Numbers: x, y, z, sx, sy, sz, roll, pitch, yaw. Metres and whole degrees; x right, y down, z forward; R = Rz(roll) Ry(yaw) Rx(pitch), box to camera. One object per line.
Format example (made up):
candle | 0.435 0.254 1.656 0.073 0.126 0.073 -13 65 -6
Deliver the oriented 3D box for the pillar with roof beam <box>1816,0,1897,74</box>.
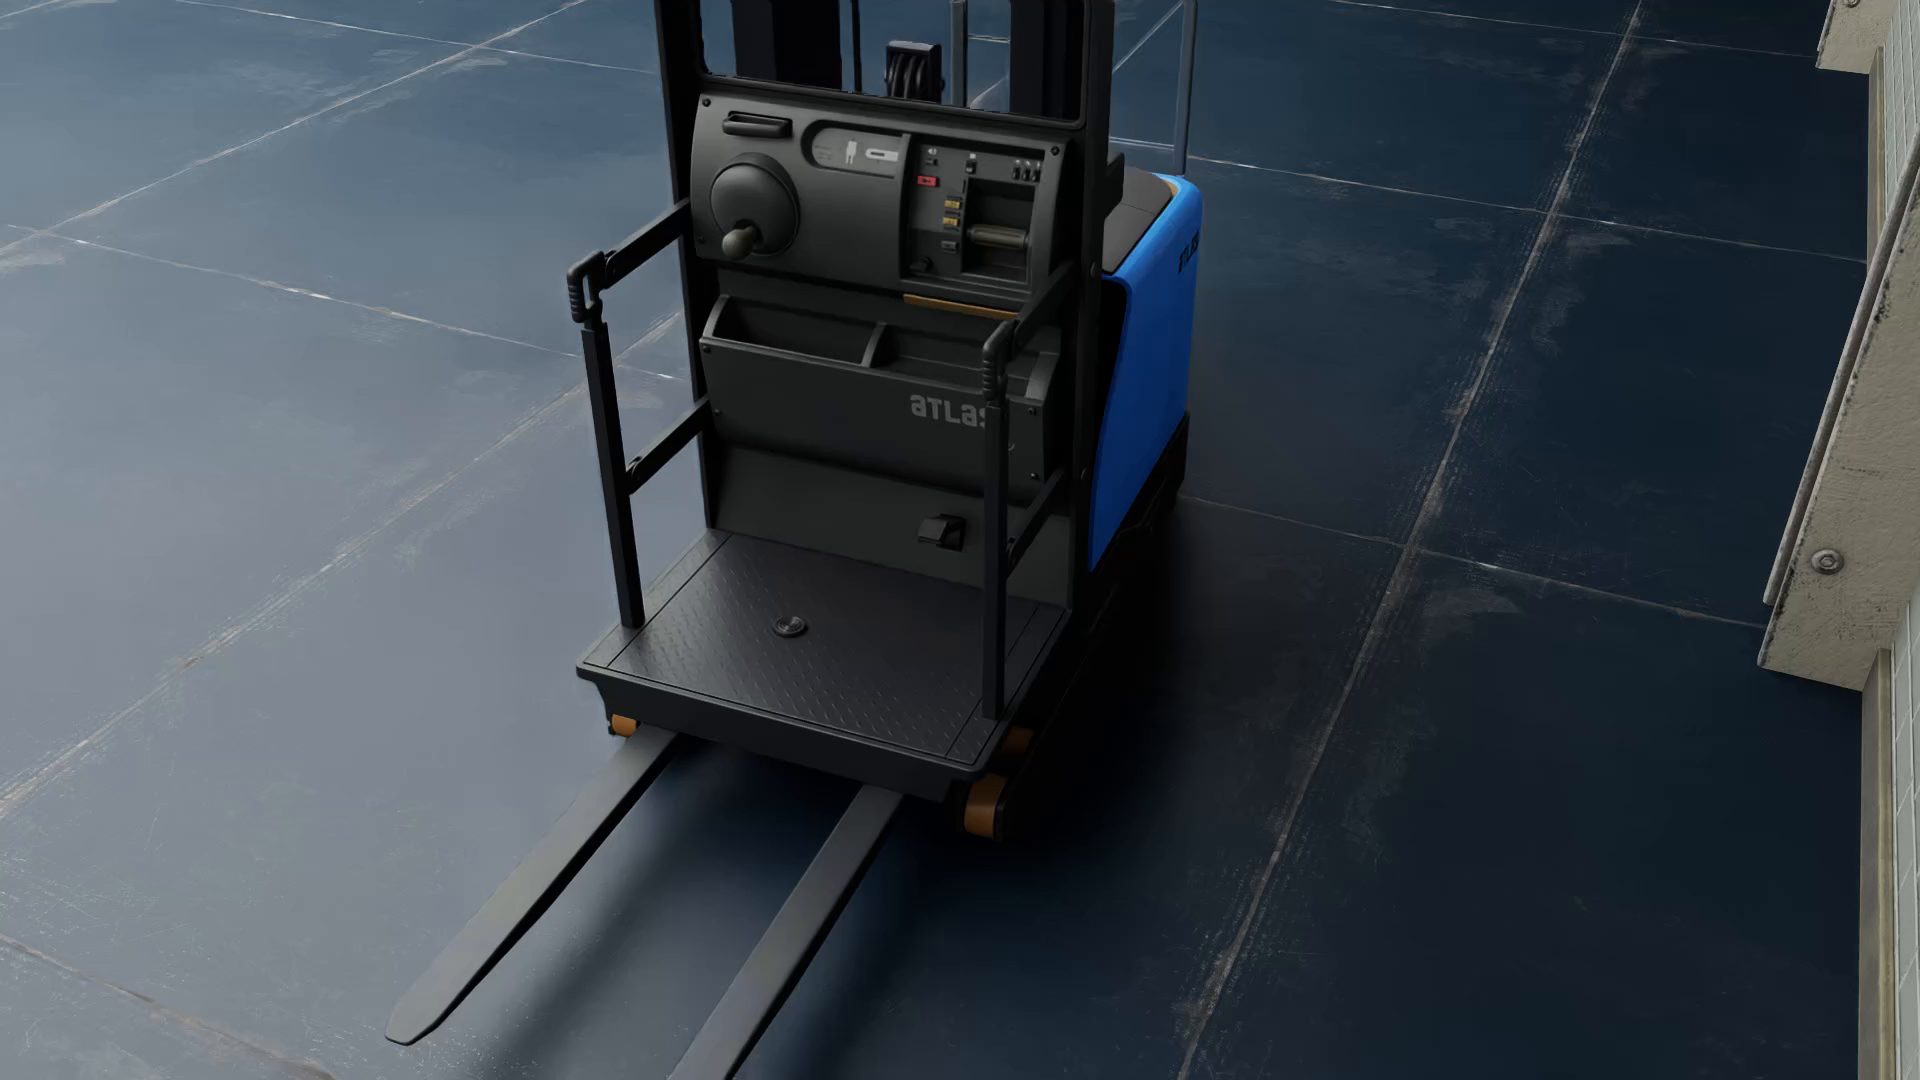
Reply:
pillar with roof beam | 1.079 -7.445 8.398 9.100 9.000 0.400 14 36 20

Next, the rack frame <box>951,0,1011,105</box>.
rack frame | 0.212 -0.946 5.325 0.500 1.500 0.032 12 35 18

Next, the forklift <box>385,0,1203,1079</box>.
forklift | -0.283 -0.749 3.719 1.130 2.935 3.031 12 35 18

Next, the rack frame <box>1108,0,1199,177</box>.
rack frame | 0.588 -1.464 6.114 0.500 1.500 0.032 12 35 18

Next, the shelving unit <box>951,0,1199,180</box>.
shelving unit | 0.400 -1.205 5.720 0.538 1.500 1.048 12 35 18

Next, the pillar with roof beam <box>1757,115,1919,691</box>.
pillar with roof beam | -1.431 -4.457 3.841 9.100 9.000 0.400 14 36 20

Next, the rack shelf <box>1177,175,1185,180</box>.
rack shelf | 0.400 -1.054 5.818 0.538 0.185 1.000 12 35 18
